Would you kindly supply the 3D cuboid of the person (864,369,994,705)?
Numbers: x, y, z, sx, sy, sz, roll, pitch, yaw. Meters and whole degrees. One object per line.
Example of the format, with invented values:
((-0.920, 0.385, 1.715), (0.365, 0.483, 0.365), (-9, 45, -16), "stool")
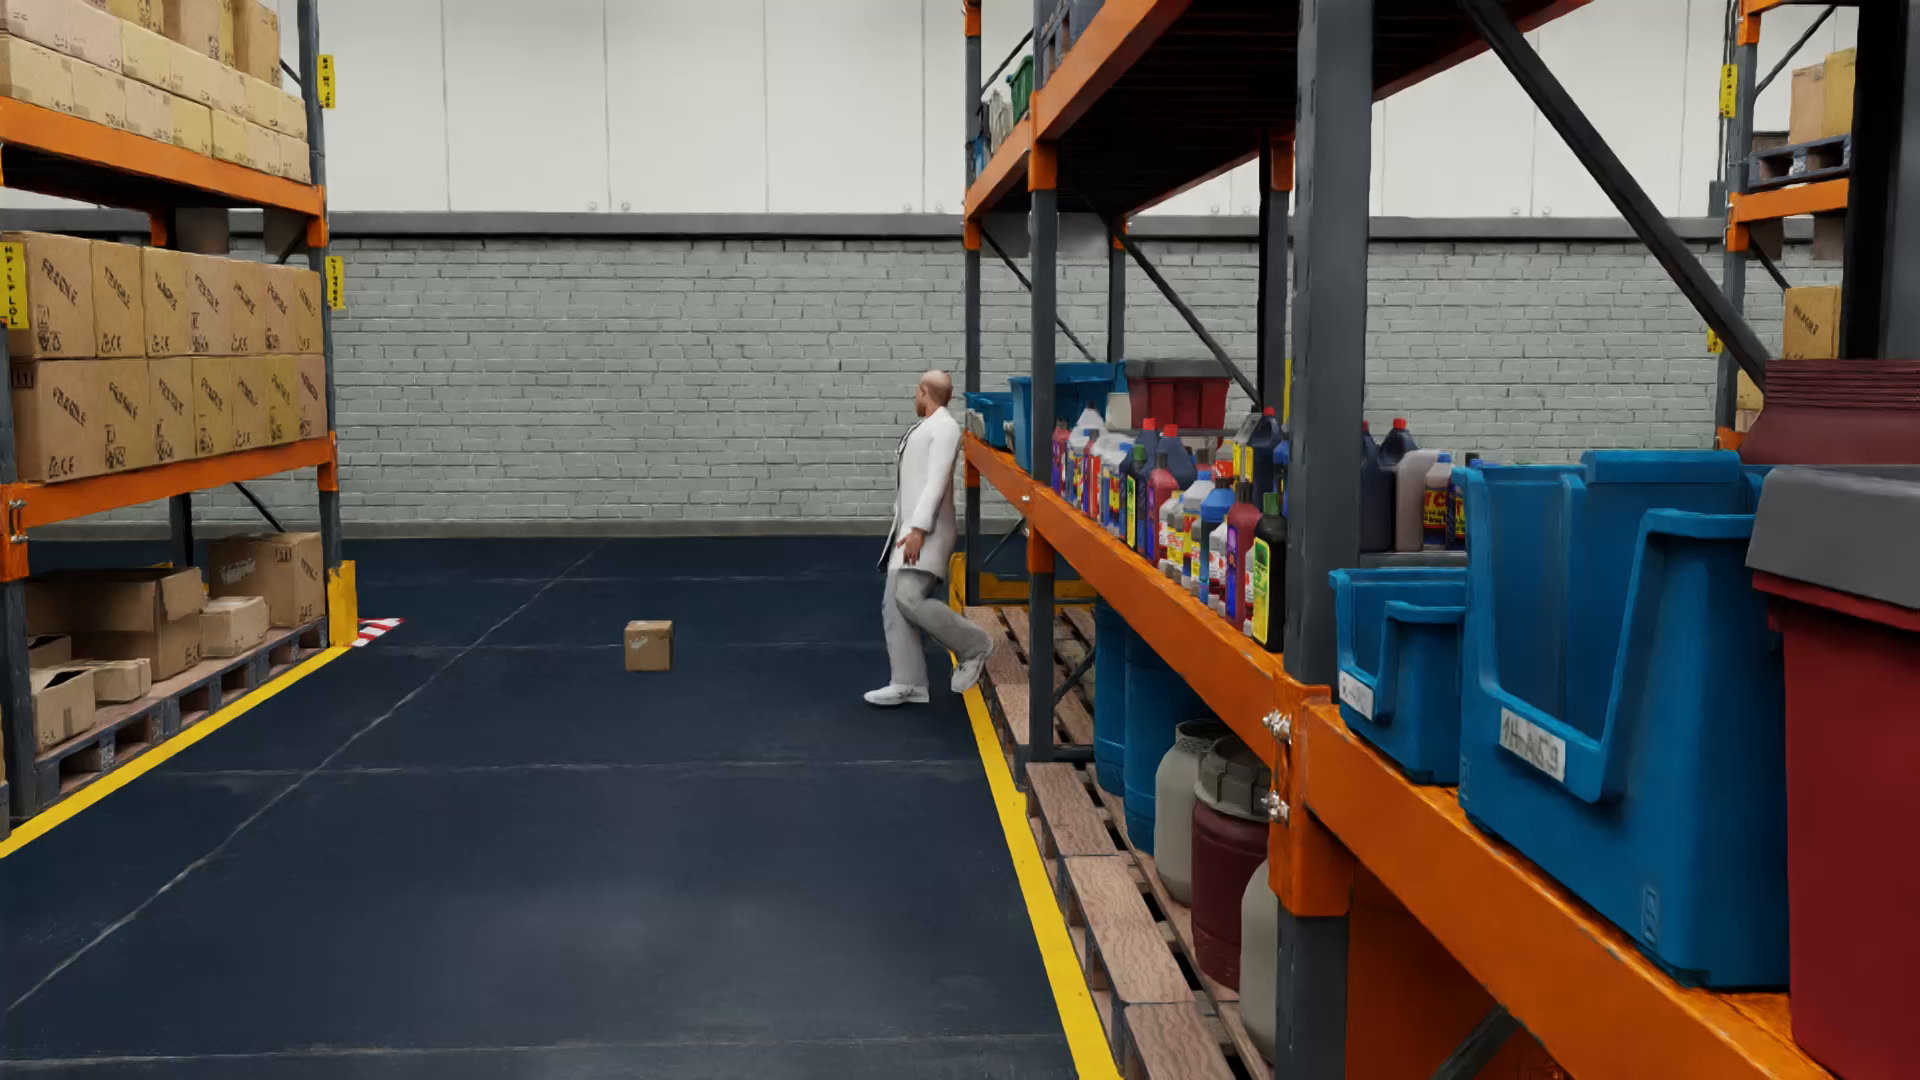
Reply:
((-0.213, -0.023, 8.703), (0.715, 1.728, 0.626), (-2, 7, -20), "person")
